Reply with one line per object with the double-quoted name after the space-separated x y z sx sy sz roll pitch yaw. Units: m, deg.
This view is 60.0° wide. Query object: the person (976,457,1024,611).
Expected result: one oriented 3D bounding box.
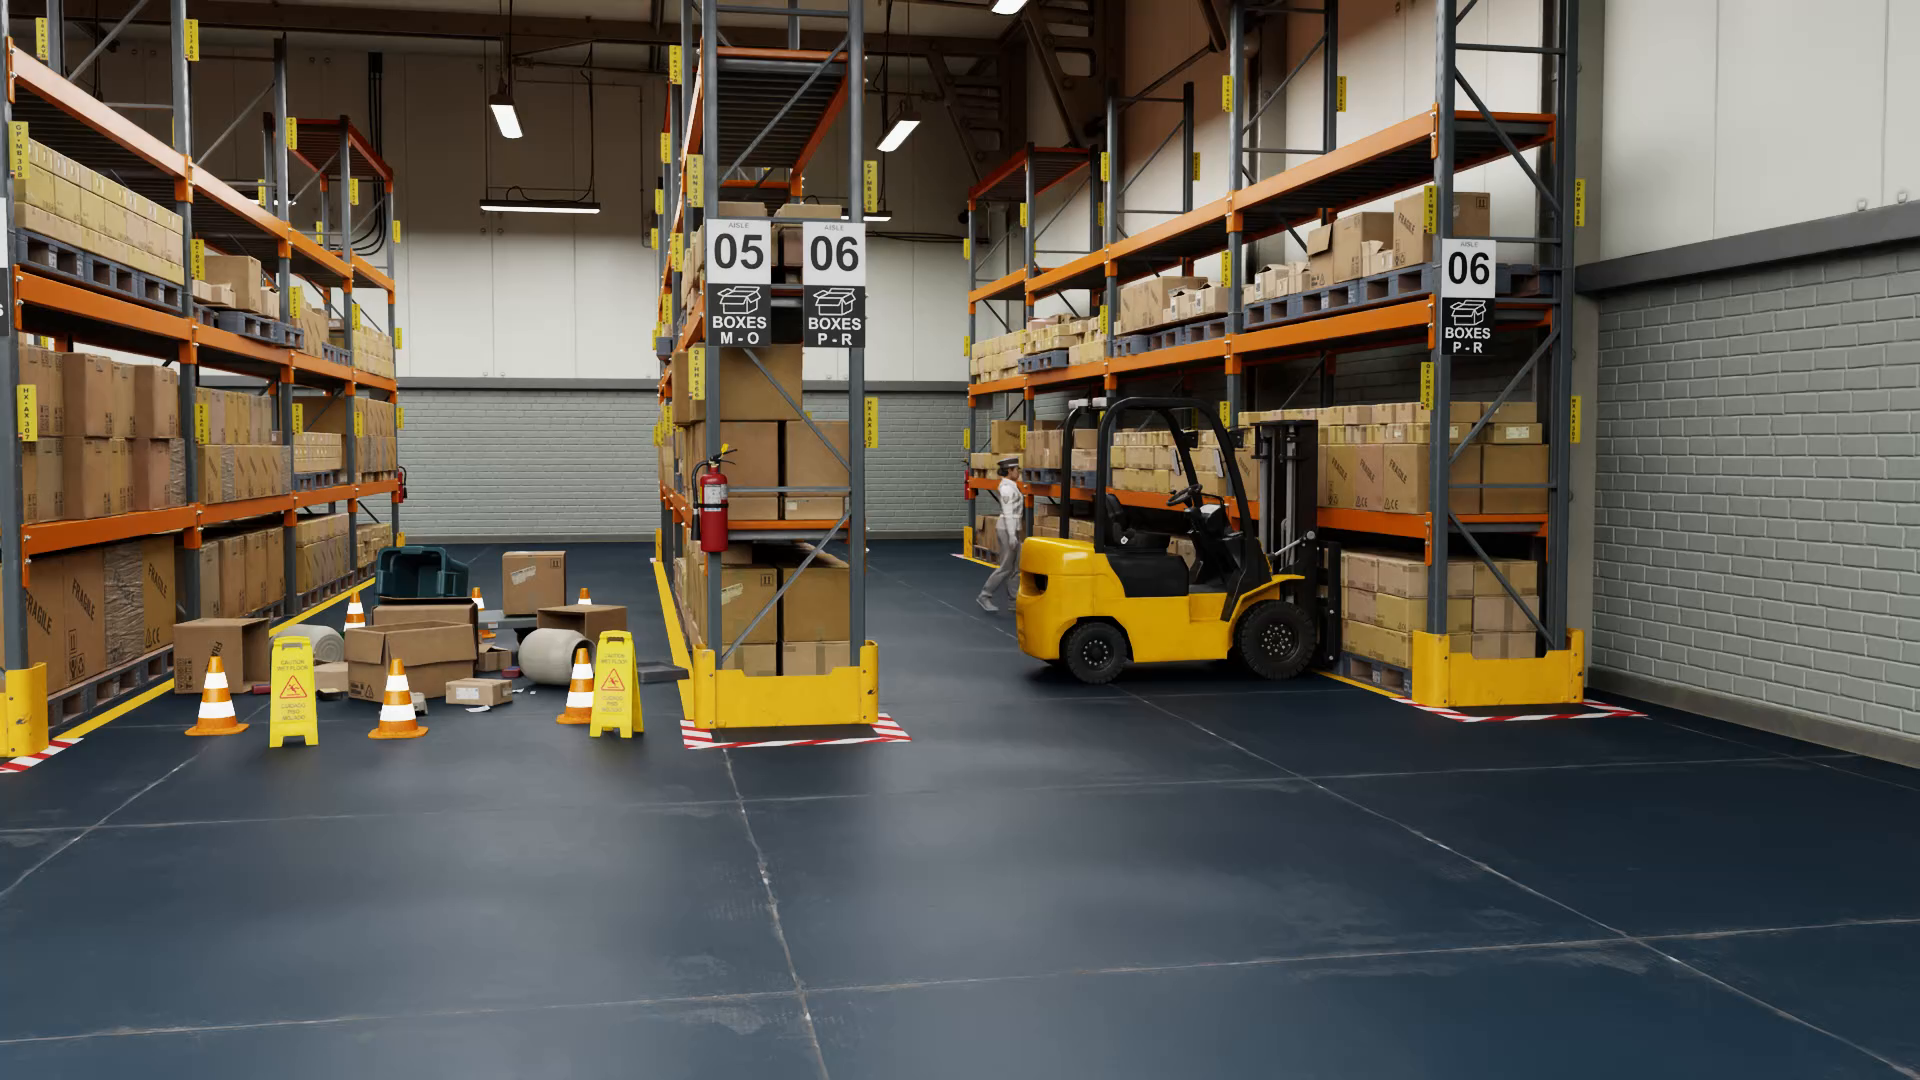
0.492 -0.064 17.960 0.628 1.668 0.500 0 3 3 "person"
